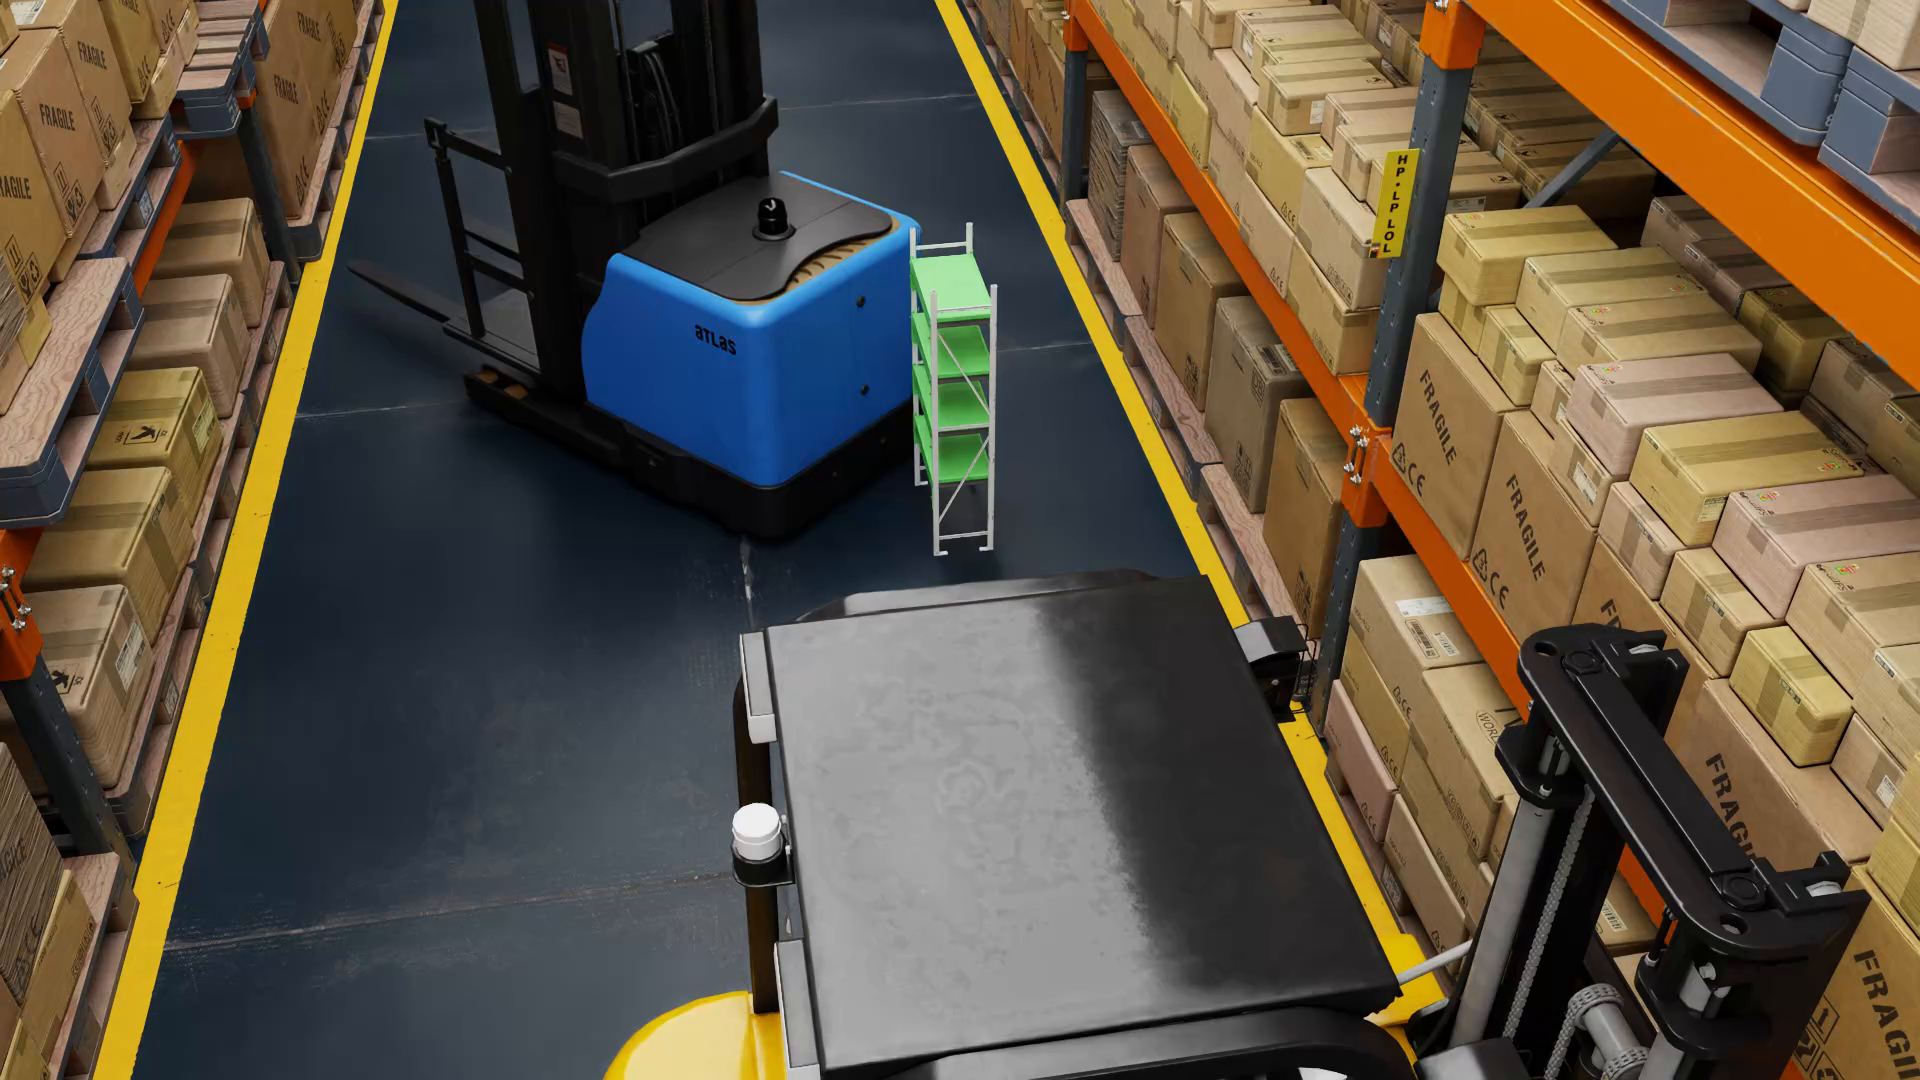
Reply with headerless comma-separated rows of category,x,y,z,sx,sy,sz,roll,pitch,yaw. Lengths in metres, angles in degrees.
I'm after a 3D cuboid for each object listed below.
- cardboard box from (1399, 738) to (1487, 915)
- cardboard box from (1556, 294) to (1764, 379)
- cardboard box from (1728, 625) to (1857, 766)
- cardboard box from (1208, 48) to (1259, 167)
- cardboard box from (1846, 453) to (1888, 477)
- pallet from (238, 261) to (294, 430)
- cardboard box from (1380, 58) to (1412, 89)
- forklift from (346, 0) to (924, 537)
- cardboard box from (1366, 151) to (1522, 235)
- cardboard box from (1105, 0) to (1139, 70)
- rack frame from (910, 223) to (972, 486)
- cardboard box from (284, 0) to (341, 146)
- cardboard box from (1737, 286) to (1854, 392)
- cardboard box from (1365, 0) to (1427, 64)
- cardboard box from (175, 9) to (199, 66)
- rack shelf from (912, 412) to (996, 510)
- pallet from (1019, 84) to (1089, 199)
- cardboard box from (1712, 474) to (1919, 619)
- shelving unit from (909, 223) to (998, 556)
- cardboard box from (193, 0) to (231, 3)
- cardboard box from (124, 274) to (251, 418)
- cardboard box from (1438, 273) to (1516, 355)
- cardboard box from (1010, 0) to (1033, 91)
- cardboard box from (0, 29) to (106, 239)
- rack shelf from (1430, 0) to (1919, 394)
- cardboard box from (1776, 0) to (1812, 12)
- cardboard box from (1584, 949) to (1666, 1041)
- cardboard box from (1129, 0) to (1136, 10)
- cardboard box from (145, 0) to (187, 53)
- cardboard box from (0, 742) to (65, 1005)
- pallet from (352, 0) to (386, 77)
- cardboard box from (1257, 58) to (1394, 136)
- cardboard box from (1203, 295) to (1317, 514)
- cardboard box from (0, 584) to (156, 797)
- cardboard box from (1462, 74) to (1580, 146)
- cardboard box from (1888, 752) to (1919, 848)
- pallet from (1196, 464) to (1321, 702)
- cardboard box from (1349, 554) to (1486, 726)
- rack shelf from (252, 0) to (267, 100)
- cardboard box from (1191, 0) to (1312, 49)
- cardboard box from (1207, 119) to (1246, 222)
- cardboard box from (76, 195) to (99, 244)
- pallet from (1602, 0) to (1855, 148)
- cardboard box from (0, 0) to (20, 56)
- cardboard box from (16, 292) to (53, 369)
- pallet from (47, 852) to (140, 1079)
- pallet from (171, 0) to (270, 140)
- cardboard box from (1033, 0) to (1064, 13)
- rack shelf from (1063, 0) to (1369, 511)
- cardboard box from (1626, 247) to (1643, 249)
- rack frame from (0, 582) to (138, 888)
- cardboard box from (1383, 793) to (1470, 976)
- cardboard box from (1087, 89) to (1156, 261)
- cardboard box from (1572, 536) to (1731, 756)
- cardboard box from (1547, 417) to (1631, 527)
cardboard box,1.614,0.781,4.791,0.500,0.250,0.500,-6,38,-8
cardboard box,1.695,-0.459,4.043,0.380,0.149,0.250,-7,38,-9
cardboard box,1.791,0.290,3.321,0.380,0.149,0.250,-7,38,-9
cardboard box,1.224,-1.598,6.076,0.500,0.250,0.500,-6,38,-7
cardboard box,2.203,-0.079,3.797,0.380,0.149,0.250,-5,38,-6
pallet,-3.709,-0.878,7.708,1.003,0.211,1.213,-6,38,-8
cardboard box,1.749,-1.659,6.156,0.500,0.250,0.500,-7,38,-9
forklift,-1.605,-1.914,6.824,3.031,2.935,1.130,26,45,29
cardboard box,1.464,-1.049,5.045,0.380,0.149,0.250,-5,38,-6
cardboard box,0.962,-2.329,7.426,0.500,0.250,0.500,-7,38,-9
rack frame,-0.072,-0.721,6.700,0.240,1.200,0.015,-6,38,-8
cardboard box,-4.036,-2.743,9.225,0.875,0.875,0.875,-6,38,-7
cardboard box,2.159,-0.509,4.108,0.380,0.149,0.250,-7,38,-8
cardboard box,1.721,-1.878,6.112,0.380,0.149,0.250,-7,38,-8
cardboard box,-3.349,-2.043,6.798,0.380,0.149,0.250,-7,38,-8
rack shelf,-0.029,-0.334,6.697,0.258,0.148,0.480,-6,38,-8
pallet,0.948,-2.341,9.591,1.003,0.211,1.213,-6,38,-8
cardboard box,1.810,0.010,3.440,0.380,0.149,0.250,-6,38,-8
shelving unit,-0.029,-0.574,6.511,0.258,1.200,0.503,-6,38,-8
cardboard box,-3.683,-2.714,7.921,0.500,0.250,0.500,-7,38,-9
cardboard box,-3.618,-0.792,7.124,0.950,0.372,0.625,-7,38,-9
cardboard box,1.540,-0.646,4.526,0.380,0.149,0.250,-7,38,-9
cardboard box,0.584,-3.017,9.884,0.500,0.500,0.500,-5,38,-6
cardboard box,-3.105,-1.274,5.279,0.500,0.500,0.500,-6,38,-8
rack shelf,2.093,-0.264,2.786,1.077,0.370,4.000,-6,38,-8
cardboard box,1.657,-1.094,3.049,0.380,0.149,0.250,-5,38,-7
cardboard box,1.781,1.207,3.835,0.500,0.250,0.500,-7,38,-9
cardboard box,0.965,-2.528,7.274,0.500,0.250,0.500,-5,38,-7
cardboard box,-3.390,-2.218,6.494,0.500,0.500,0.500,-7,38,-9
cardboard box,-2.775,0.917,4.412,0.500,0.500,0.500,-7,38,-9
pallet,-4.336,-3.308,10.836,1.003,0.211,1.213,-6,38,-8
cardboard box,1.233,-1.501,5.627,0.380,0.149,0.250,-7,38,-9
cardboard box,1.512,-0.583,6.648,0.875,0.625,0.625,-7,38,-8
cardboard box,-3.238,0.520,5.435,0.950,0.372,0.625,-6,38,-7
cardboard box,1.854,-1.421,5.524,0.380,0.149,0.250,-6,38,-8
cardboard box,1.851,0.478,2.837,0.380,0.149,0.250,-6,38,-7
pallet,1.575,0.089,6.463,1.003,0.211,1.213,-6,38,-8
cardboard box,1.519,0.280,5.029,0.500,0.250,0.500,-7,38,-9
rack shelf,-4.195,-3.375,9.236,1.077,0.370,4.000,-6,38,-8
cardboard box,1.088,-1.970,6.230,0.380,0.149,0.250,-7,38,-9
cardboard box,1.246,-1.394,6.222,0.500,0.250,0.500,-6,38,-8
cardboard box,-3.135,-1.094,5.575,0.380,0.149,0.250,-6,38,-8
pallet,1.918,-1.208,3.488,1.003,0.211,1.213,-6,38,-8
cardboard box,-3.170,-1.581,5.145,0.380,0.149,0.250,-4,38,-5
cardboard box,-2.964,-0.621,4.967,0.380,0.149,0.250,-5,38,-7
pallet,-2.991,1.468,4.688,1.003,0.211,1.213,-6,38,-8
pallet,-3.615,-1.956,6.979,1.213,0.211,1.003,-6,38,-8
cardboard box,0.624,-3.018,9.357,0.380,0.149,0.250,-7,38,-9
rack shelf,1.392,-1.495,6.816,1.077,0.370,4.000,-6,38,-8
cardboard box,2.052,-0.700,4.596,0.380,0.149,0.250,-6,38,-8
rack frame,-3.143,-0.035,4.350,1.000,3.000,0.127,-6,38,-8
cardboard box,1.606,0.982,4.940,0.500,0.250,0.500,-7,38,-9
cardboard box,1.137,-1.837,8.263,0.875,0.625,0.625,-5,38,-7
cardboard box,1.761,0.304,3.832,0.500,0.500,0.500,-7,38,-8
cardboard box,1.630,-0.178,3.924,0.380,0.149,0.250,-5,38,-7
